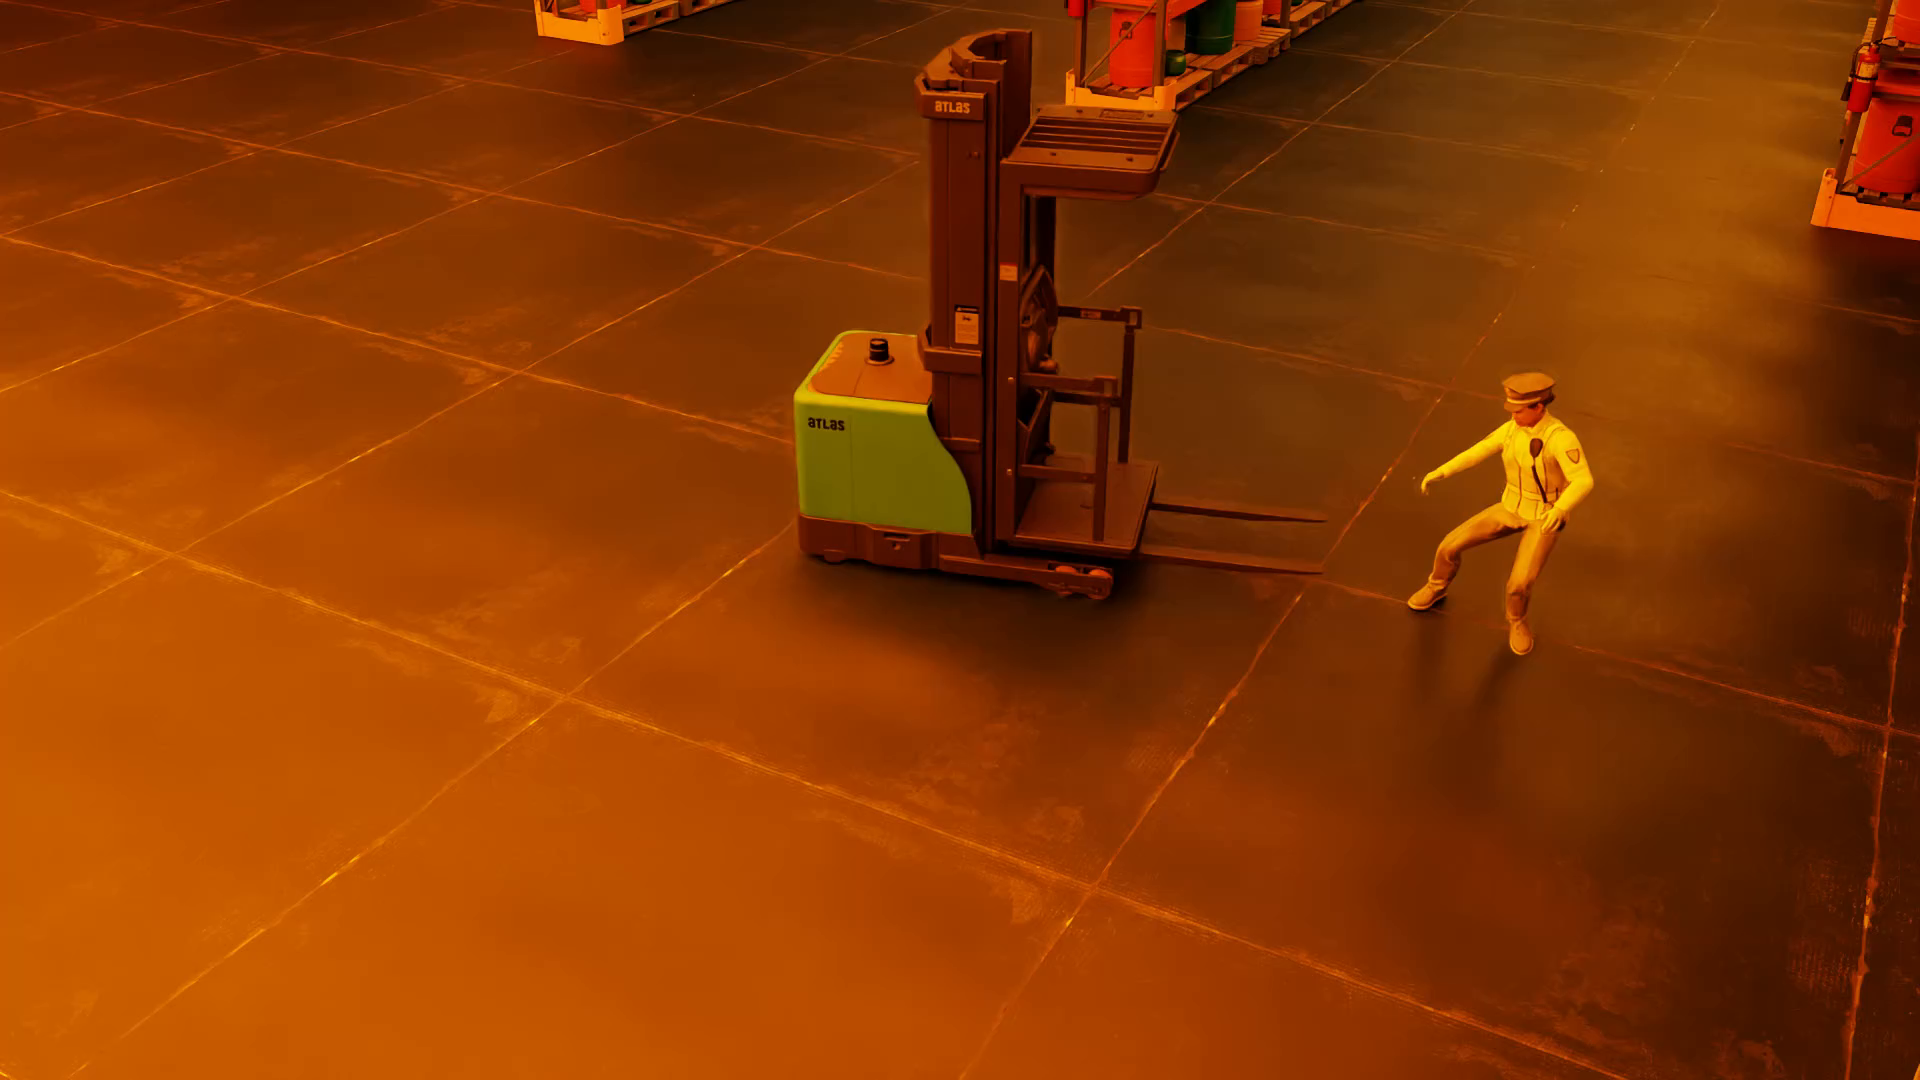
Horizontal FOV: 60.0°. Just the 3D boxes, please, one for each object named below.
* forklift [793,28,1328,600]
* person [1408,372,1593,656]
[{"bbox_3d":[0.621,-1.225,9.194,3.031,2.935,1.130,7,31,11],"label":"forklift"},{"bbox_3d":[2.866,-0.133,8.760,0.696,1.468,0.894,-15,33,-24],"label":"person"}]
